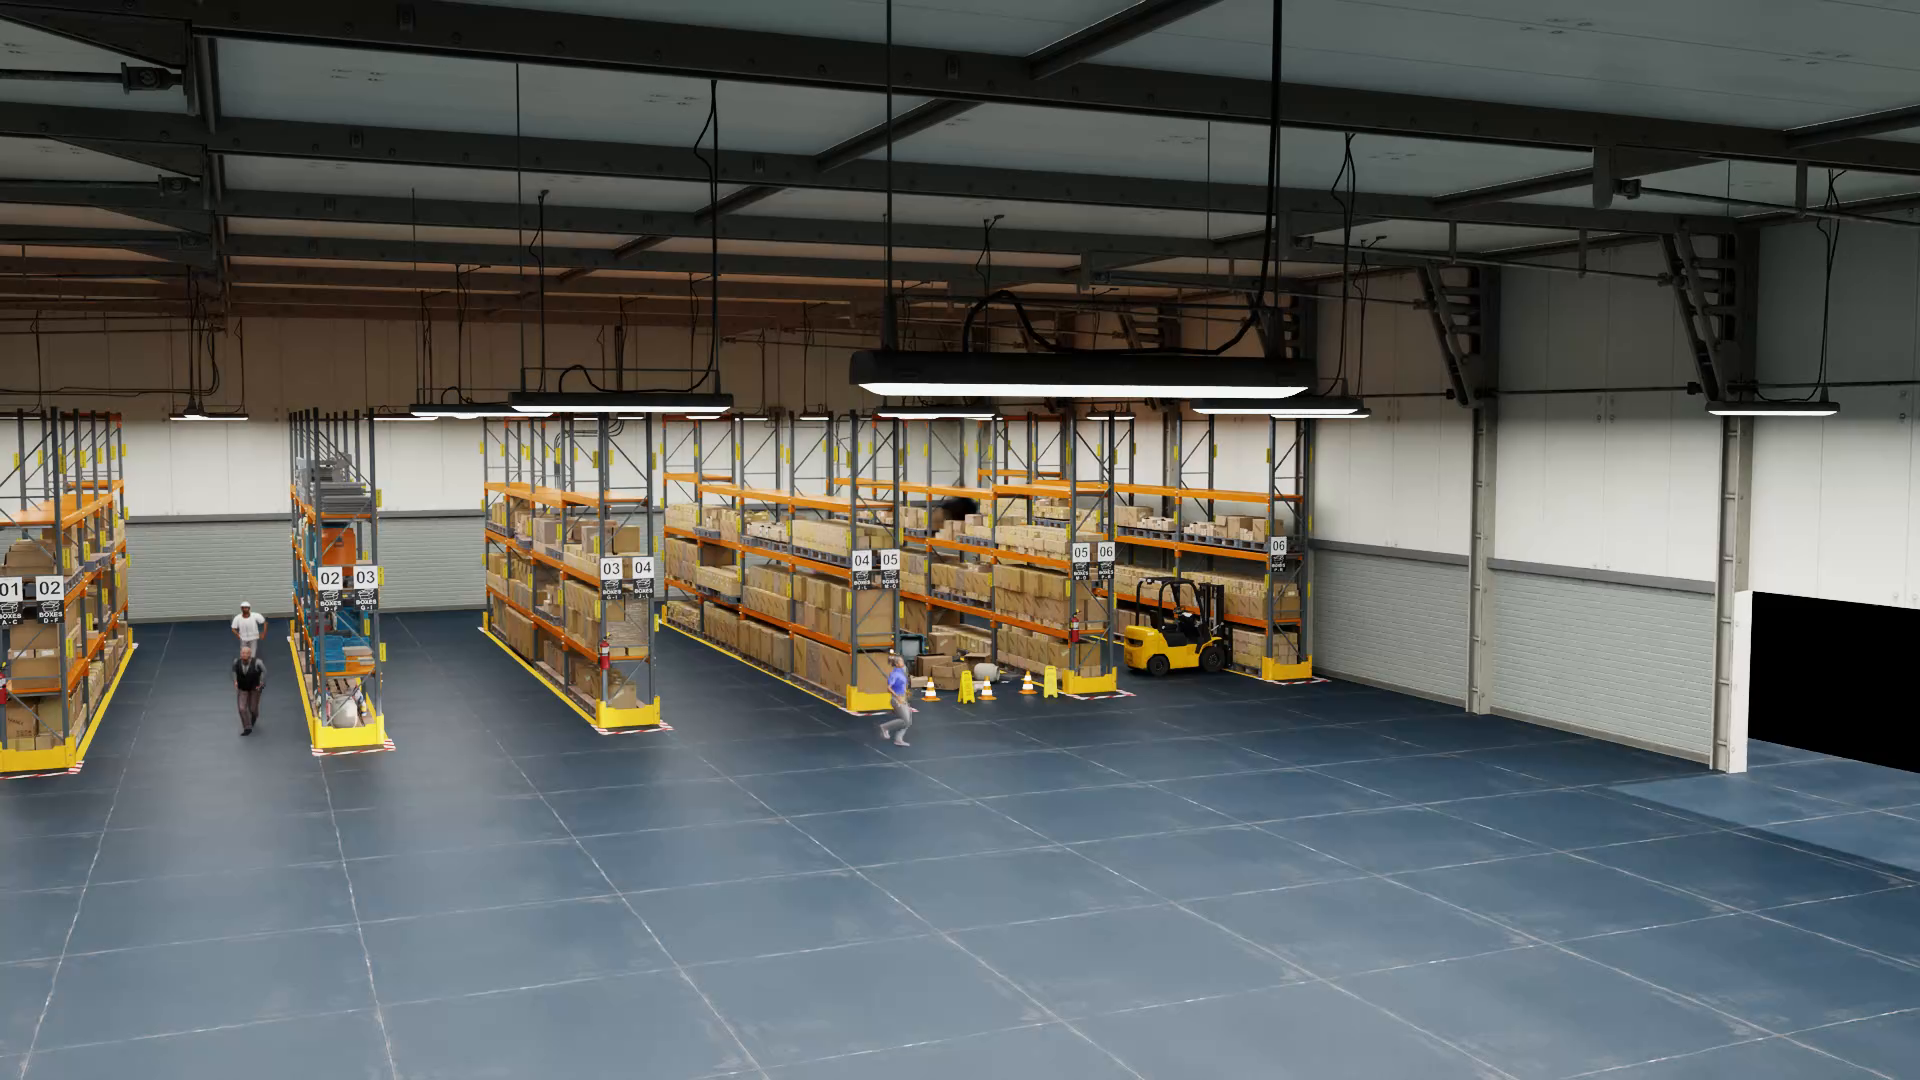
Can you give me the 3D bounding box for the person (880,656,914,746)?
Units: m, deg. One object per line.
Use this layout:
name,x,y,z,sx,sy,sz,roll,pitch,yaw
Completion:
person,-1.112,2.858,29.540,0.553,1.615,0.584,1,4,10

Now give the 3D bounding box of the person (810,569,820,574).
person,-4.347,1.415,50.764,0.598,1.530,0.522,-2,5,-31

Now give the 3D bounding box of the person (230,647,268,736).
person,-13.140,2.759,30.799,0.646,1.658,0.886,-1,4,-13

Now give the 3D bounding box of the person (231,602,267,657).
person,-15.989,2.243,37.379,0.726,1.717,0.643,-1,4,-16
